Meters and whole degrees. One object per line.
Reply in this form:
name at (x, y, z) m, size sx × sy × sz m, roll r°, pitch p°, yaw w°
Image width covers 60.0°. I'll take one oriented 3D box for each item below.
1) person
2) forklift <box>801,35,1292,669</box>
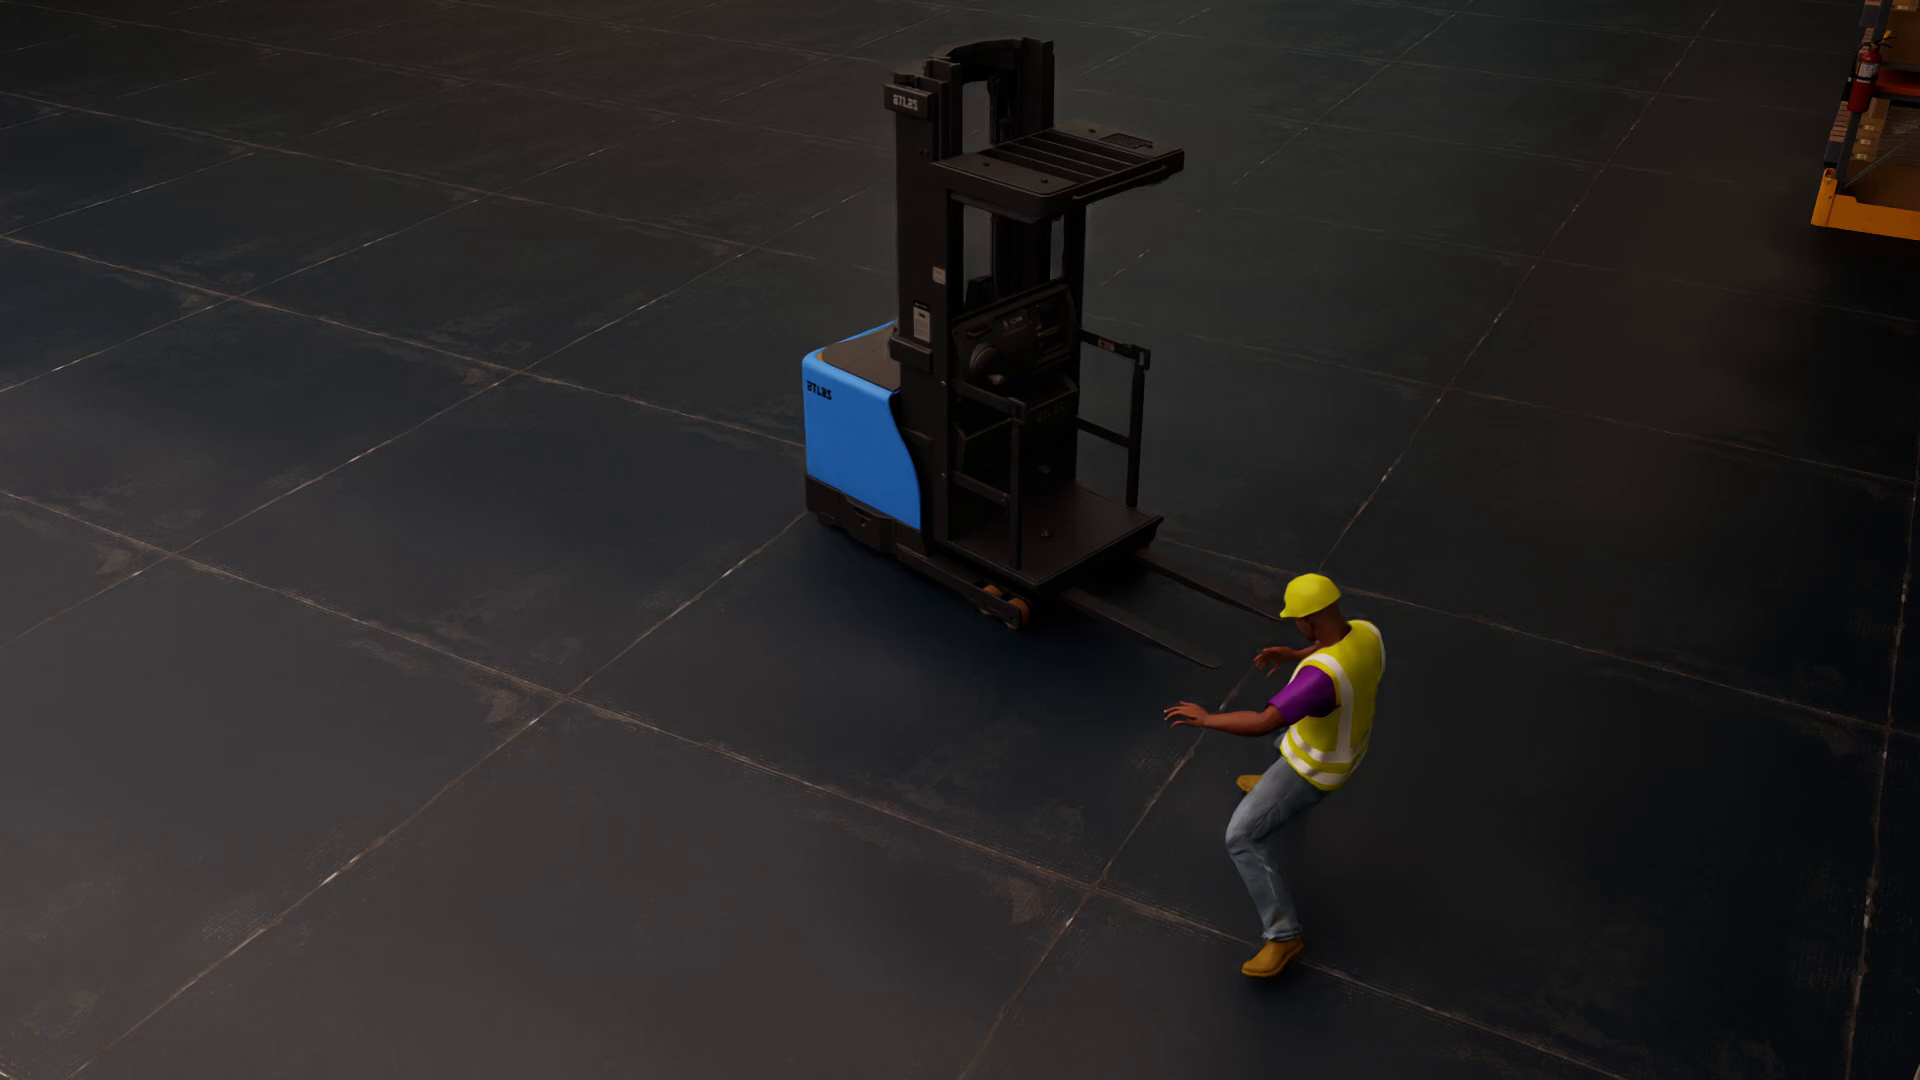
person at (1.345, 0.828, 7.016) m, size 0.773 × 1.552 × 1.316 m, roll 19°, pitch 35°, yaw 30°
forklift at (0.455, -1.074, 8.932) m, size 3.031 × 2.935 × 1.130 m, roll 26°, pitch 39°, yaw 37°
